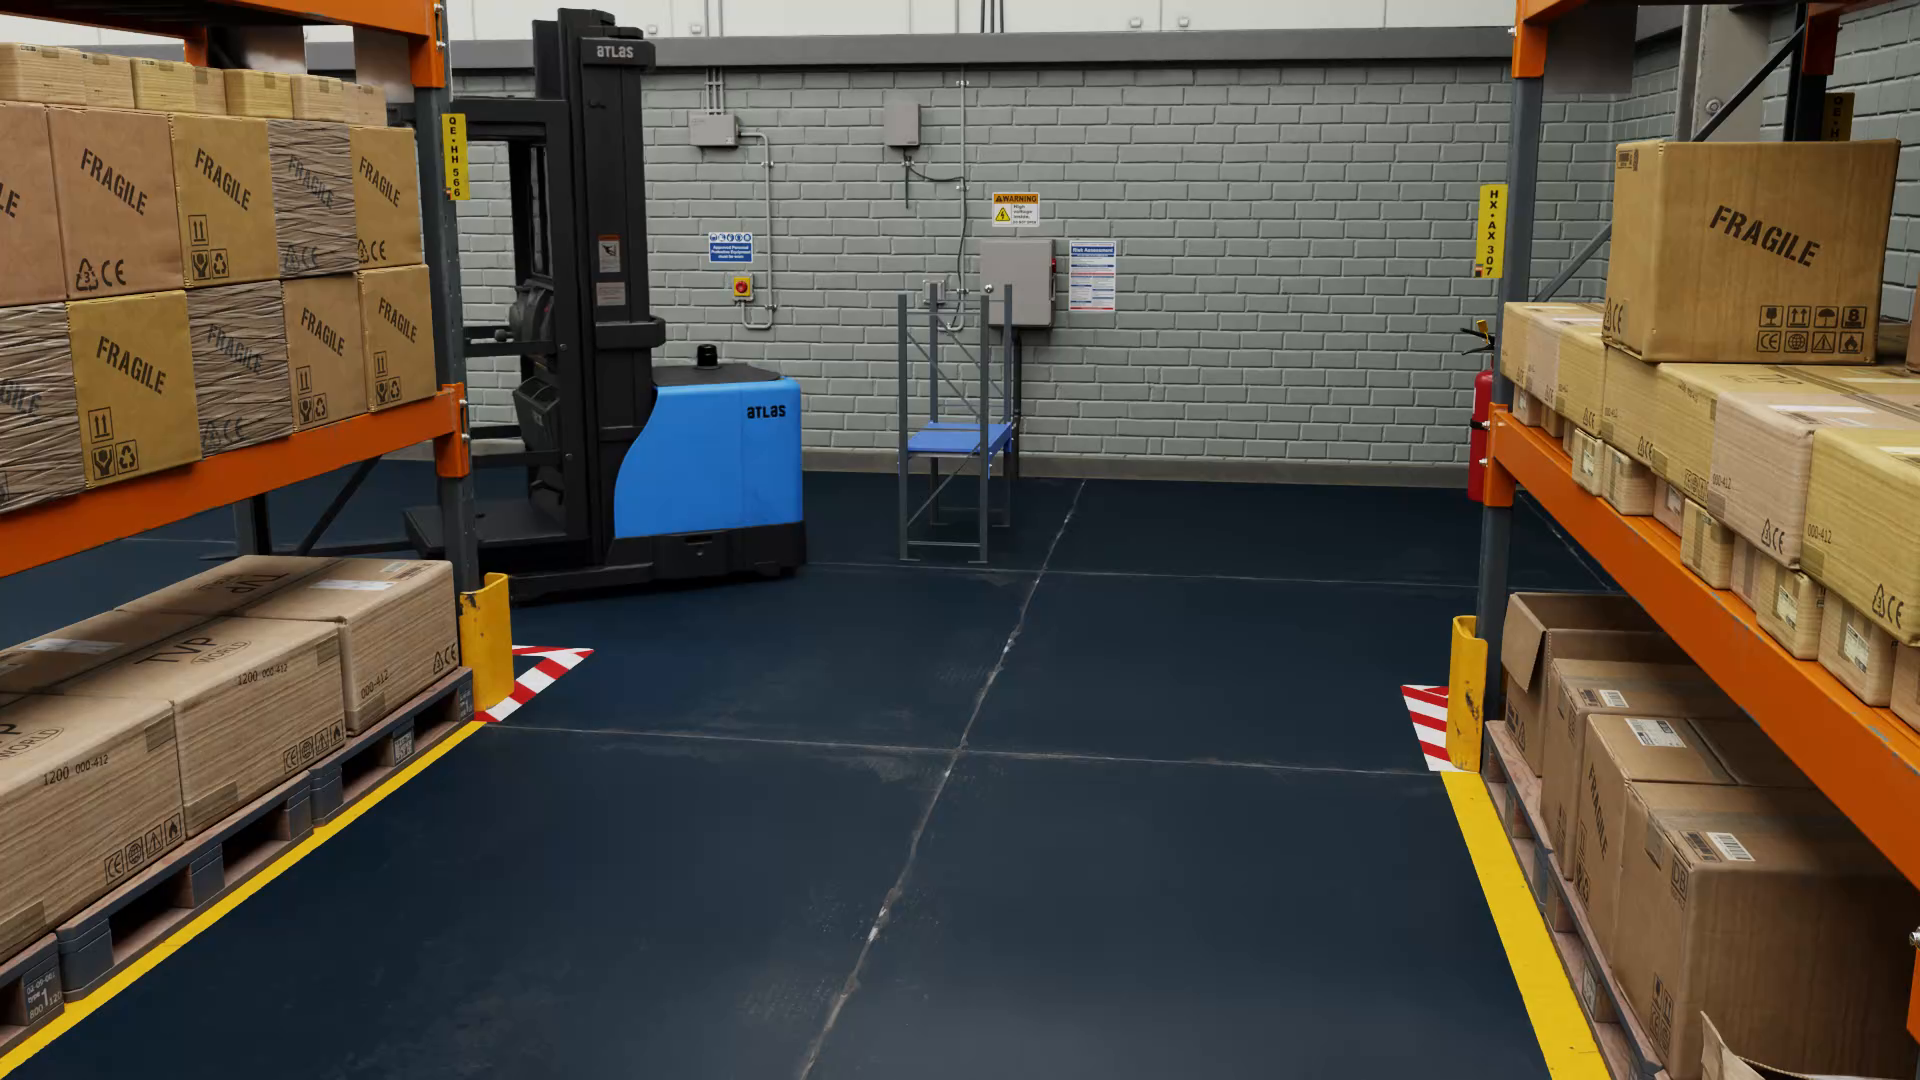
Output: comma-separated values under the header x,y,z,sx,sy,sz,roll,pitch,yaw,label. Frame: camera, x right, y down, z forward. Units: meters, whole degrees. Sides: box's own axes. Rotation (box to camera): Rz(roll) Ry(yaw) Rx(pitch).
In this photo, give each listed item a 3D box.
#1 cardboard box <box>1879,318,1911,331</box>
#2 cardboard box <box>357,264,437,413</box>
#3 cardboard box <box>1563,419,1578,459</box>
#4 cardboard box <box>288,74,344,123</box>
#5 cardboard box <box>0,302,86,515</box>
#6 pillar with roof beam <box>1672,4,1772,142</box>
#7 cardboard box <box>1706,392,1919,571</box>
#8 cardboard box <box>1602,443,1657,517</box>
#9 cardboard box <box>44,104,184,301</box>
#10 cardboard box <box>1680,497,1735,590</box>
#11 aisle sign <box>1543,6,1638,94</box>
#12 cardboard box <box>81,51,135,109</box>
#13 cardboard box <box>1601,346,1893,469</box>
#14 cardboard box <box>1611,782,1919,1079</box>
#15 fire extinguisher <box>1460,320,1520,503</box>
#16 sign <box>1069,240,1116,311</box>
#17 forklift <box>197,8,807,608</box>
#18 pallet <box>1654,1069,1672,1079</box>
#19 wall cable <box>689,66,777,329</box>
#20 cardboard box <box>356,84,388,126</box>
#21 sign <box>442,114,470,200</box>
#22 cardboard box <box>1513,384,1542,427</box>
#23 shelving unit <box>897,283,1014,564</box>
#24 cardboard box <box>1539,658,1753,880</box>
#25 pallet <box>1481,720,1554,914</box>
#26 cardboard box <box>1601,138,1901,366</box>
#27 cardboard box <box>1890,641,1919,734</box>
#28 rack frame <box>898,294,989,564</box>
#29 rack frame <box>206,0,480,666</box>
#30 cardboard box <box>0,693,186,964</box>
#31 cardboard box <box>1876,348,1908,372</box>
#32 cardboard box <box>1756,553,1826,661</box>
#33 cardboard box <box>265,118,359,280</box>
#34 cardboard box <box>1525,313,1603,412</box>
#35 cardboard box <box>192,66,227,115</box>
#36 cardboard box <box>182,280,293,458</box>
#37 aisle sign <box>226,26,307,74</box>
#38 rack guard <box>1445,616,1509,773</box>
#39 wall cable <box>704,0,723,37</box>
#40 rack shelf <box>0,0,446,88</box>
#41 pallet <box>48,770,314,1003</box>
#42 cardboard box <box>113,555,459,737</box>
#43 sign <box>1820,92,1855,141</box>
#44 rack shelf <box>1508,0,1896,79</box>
x,y,z,sx,sy,sz,roll,pitch,yaw,label
2.536,-0.515,4.913,0.500,0.250,0.500,2,12,9,cardboard box
-2.293,-0.754,6.137,0.500,0.500,0.500,2,12,9,cardboard box
2.004,-0.311,4.914,0.380,0.149,0.250,2,12,10,cardboard box
-2.309,-1.478,5.581,0.380,0.149,0.250,2,12,8,cardboard box
-2.600,-0.328,4.158,0.500,0.500,0.500,2,12,9,cardboard box
-0.523,-4.259,8.395,9.100,9.000,0.400,2,12,9,pillar with roof beam
1.710,-0.113,3.046,0.500,0.250,0.500,2,12,9,cardboard box
1.836,-0.150,4.166,0.380,0.149,0.250,2,12,10,cardboard box
-2.529,-0.927,4.564,0.500,0.500,0.500,2,12,8,cardboard box
1.723,0.009,3.429,0.380,0.149,0.250,2,12,8,cardboard box
2.145,-1.949,5.747,0.394,0.787,0.004,2,12,9,aisle sign
-2.538,-1.267,4.601,0.380,0.149,0.250,2,12,10,cardboard box
1.879,-0.323,4.023,0.500,0.250,0.500,2,12,7,cardboard box
1.908,0.879,3.730,0.700,0.500,0.500,1,12,7,cardboard box
1.991,-0.480,6.169,0.296,0.674,0.183,2,12,9,fire extinguisher
0.937,-1.871,11.782,0.329,0.494,0.001,2,12,9,sign
-2.400,-1.197,8.592,3.031,2.935,1.130,-5,13,-24,forklift
1.916,1.398,3.004,1.003,0.211,1.213,2,12,9,pallet
-1.636,-2.501,11.993,0.585,1.953,0.123,2,12,9,wall cable
-2.337,-1.588,6.092,0.380,0.149,0.250,2,12,9,cardboard box
-1.946,-1.476,6.411,0.100,0.325,0.005,2,12,9,sign
2.103,-0.472,5.661,0.380,0.149,0.250,2,12,8,cardboard box
-0.013,-0.715,9.753,0.538,1.500,1.048,2,12,9,shelving unit
2.067,0.663,4.733,0.700,0.500,0.500,2,12,11,cardboard box
2.292,0.891,5.361,1.003,0.211,1.213,2,12,9,pallet
1.859,-0.695,3.969,0.500,0.500,0.500,2,12,10,cardboard box
1.609,0.226,2.419,0.380,0.149,0.250,2,12,9,cardboard box
-0.091,-0.610,9.262,0.500,1.500,0.032,2,12,9,rack frame
-2.480,-0.815,6.653,1.000,3.000,0.127,2,12,9,rack frame
-2.756,0.752,4.470,0.875,0.438,0.875,2,12,7,cardboard box
2.375,-0.303,3.930,0.500,0.250,0.500,2,12,9,cardboard box
1.644,0.117,2.929,0.380,0.149,0.250,2,12,10,cardboard box
-2.370,-1.134,5.527,0.500,0.500,0.500,2,12,9,cardboard box
2.012,-0.536,5.010,0.500,0.250,0.500,2,12,9,cardboard box
-2.499,-1.375,5.102,0.380,0.149,0.250,2,12,8,cardboard box
-2.454,-0.543,5.156,0.500,0.500,0.500,2,12,10,cardboard box
-2.756,-2.110,6.492,0.394,0.787,0.004,2,12,9,aisle sign
2.413,0.583,6.100,1.175,0.500,0.348,2,12,9,rack guard
-1.884,-4.940,11.558,0.463,3.000,0.029,2,12,9,wall cable
-2.788,-1.513,4.481,1.077,0.370,4.000,2,12,9,rack shelf
-2.716,0.971,4.988,1.003,0.211,1.213,2,12,9,pallet
-2.483,0.373,6.226,0.875,0.438,0.875,1,12,7,cardboard box
2.970,-1.353,5.652,0.100,0.325,0.005,2,12,9,sign
2.117,-1.353,3.738,1.077,0.370,4.000,2,12,9,rack shelf
